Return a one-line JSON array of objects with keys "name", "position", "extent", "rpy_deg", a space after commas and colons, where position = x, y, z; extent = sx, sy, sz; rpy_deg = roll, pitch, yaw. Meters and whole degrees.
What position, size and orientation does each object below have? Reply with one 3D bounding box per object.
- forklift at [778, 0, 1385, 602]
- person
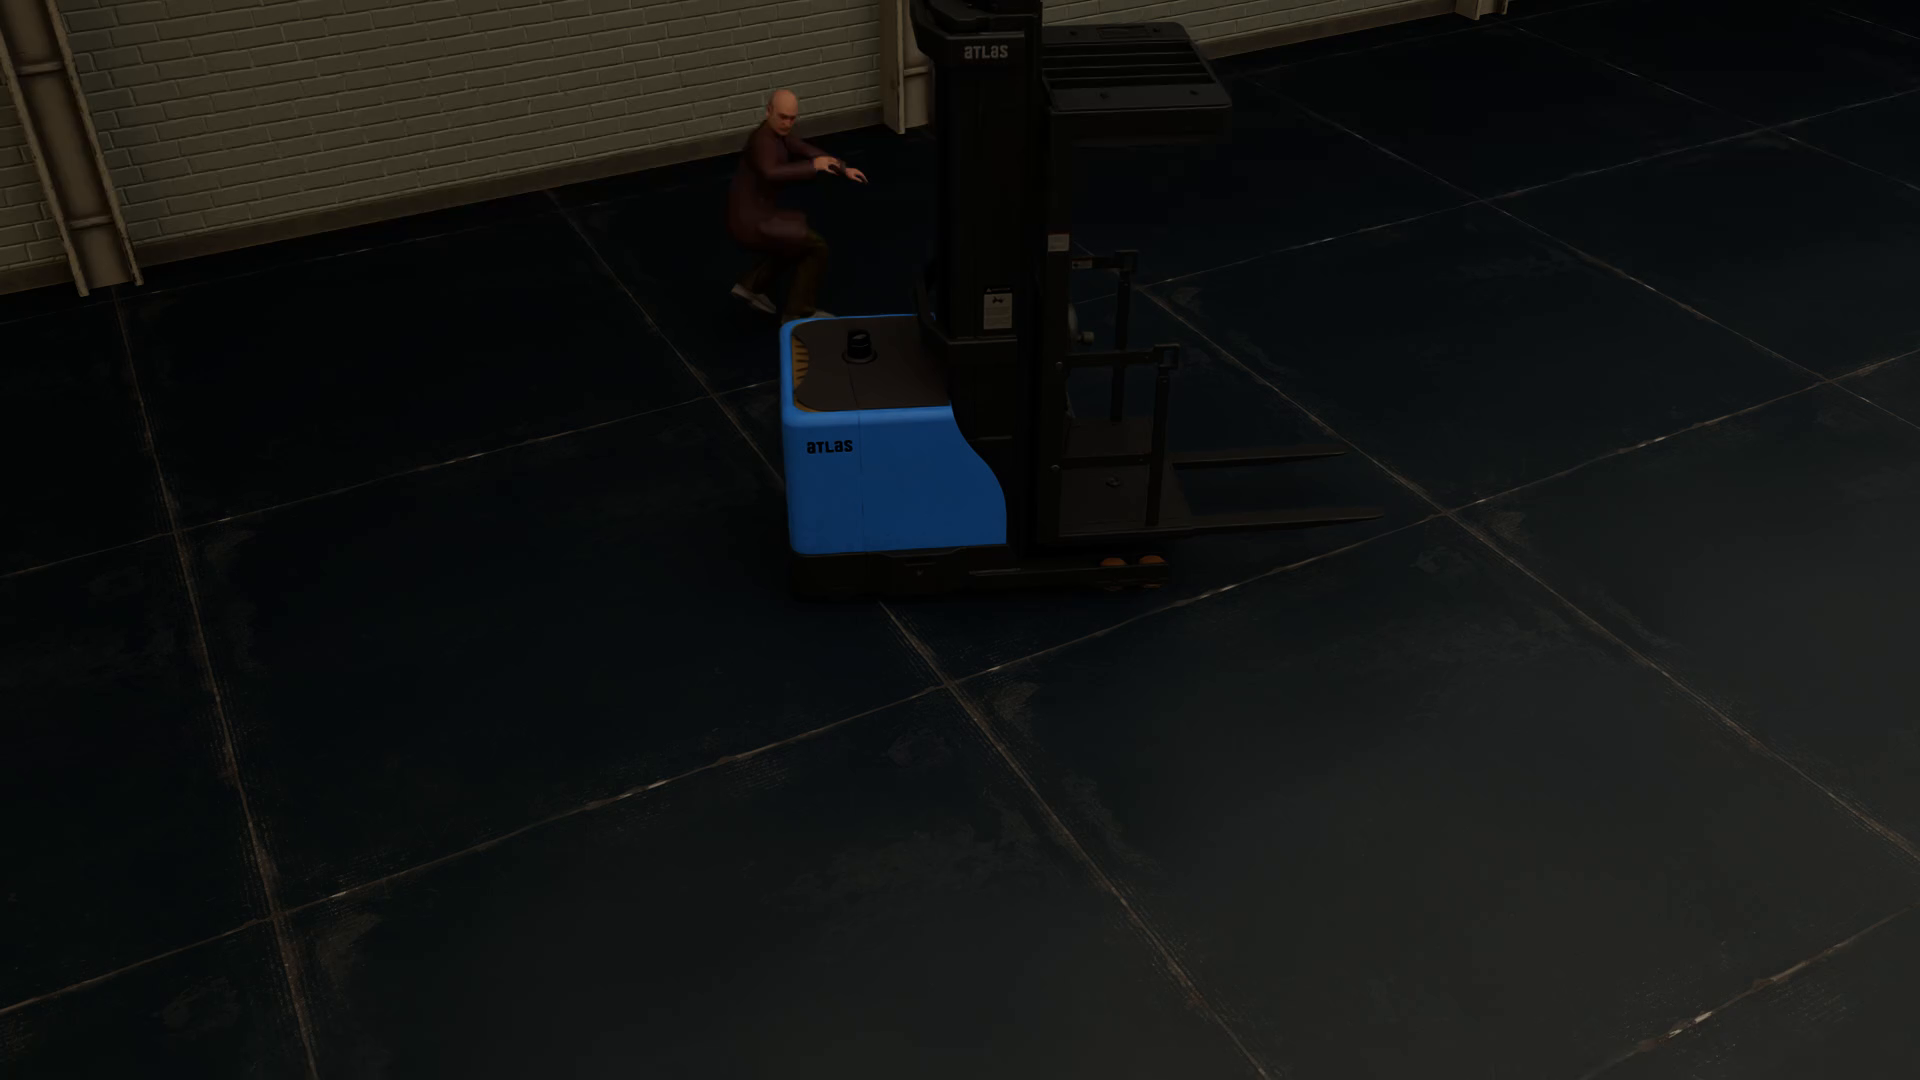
[{"name": "forklift", "position": [0.625, -1.245, 7.885], "extent": [3.031, 2.935, 1.130], "rpy_deg": [-3, 35, -5]}, {"name": "person", "position": [-0.963, -2.028, 10.266], "extent": [0.992, 1.501, 0.844], "rpy_deg": [-12, 37, -16]}]
